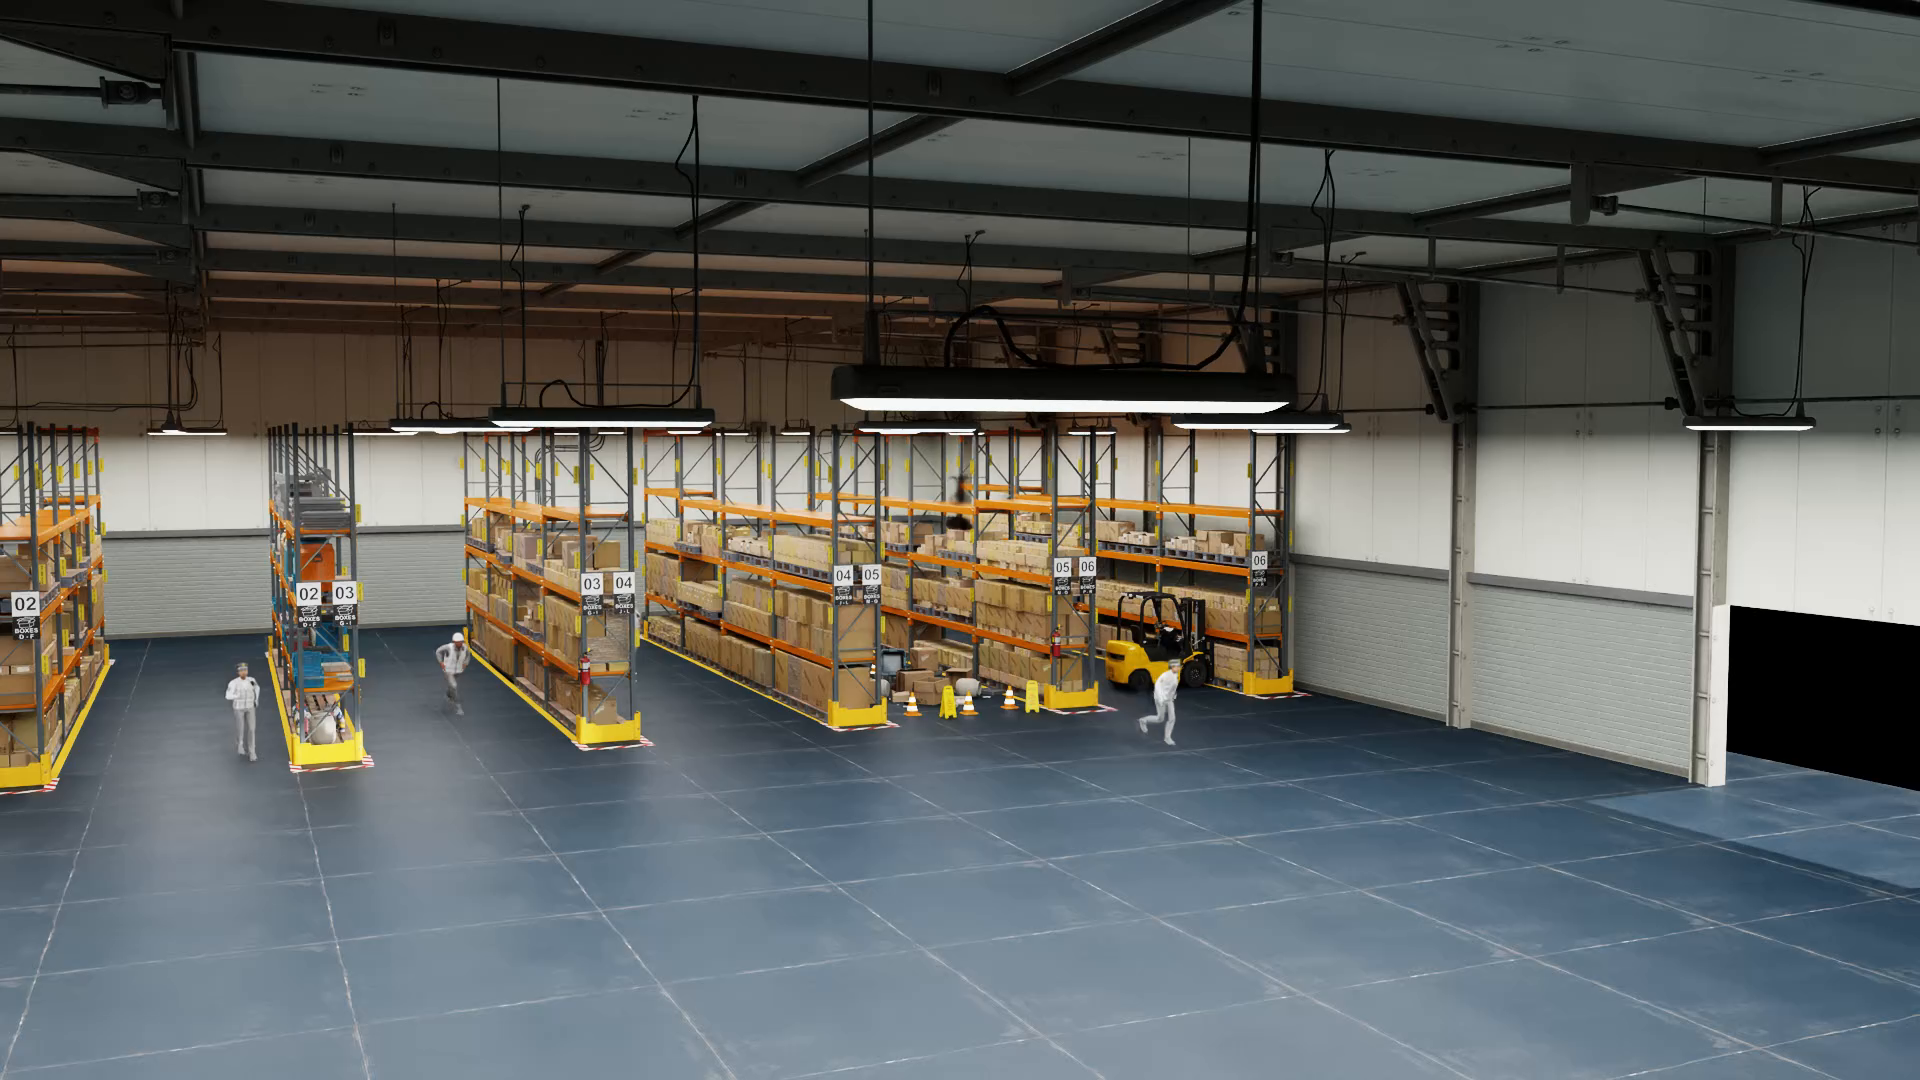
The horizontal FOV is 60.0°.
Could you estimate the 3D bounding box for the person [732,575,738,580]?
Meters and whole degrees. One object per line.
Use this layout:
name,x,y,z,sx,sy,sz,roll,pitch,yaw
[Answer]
person,-6.446,1.910,48.257,0.933,1.771,0.698,2,4,34

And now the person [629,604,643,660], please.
person,-8.284,2.349,41.985,0.595,1.622,0.561,-2,4,-30

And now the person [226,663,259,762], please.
person,-12.794,3.047,29.711,0.604,1.728,0.820,-2,4,-33

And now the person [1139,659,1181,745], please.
person,3.782,3.029,31.361,0.875,1.632,0.623,2,4,34

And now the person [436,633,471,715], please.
person,-10.618,2.772,34.792,0.697,1.732,1.050,-2,4,-34
